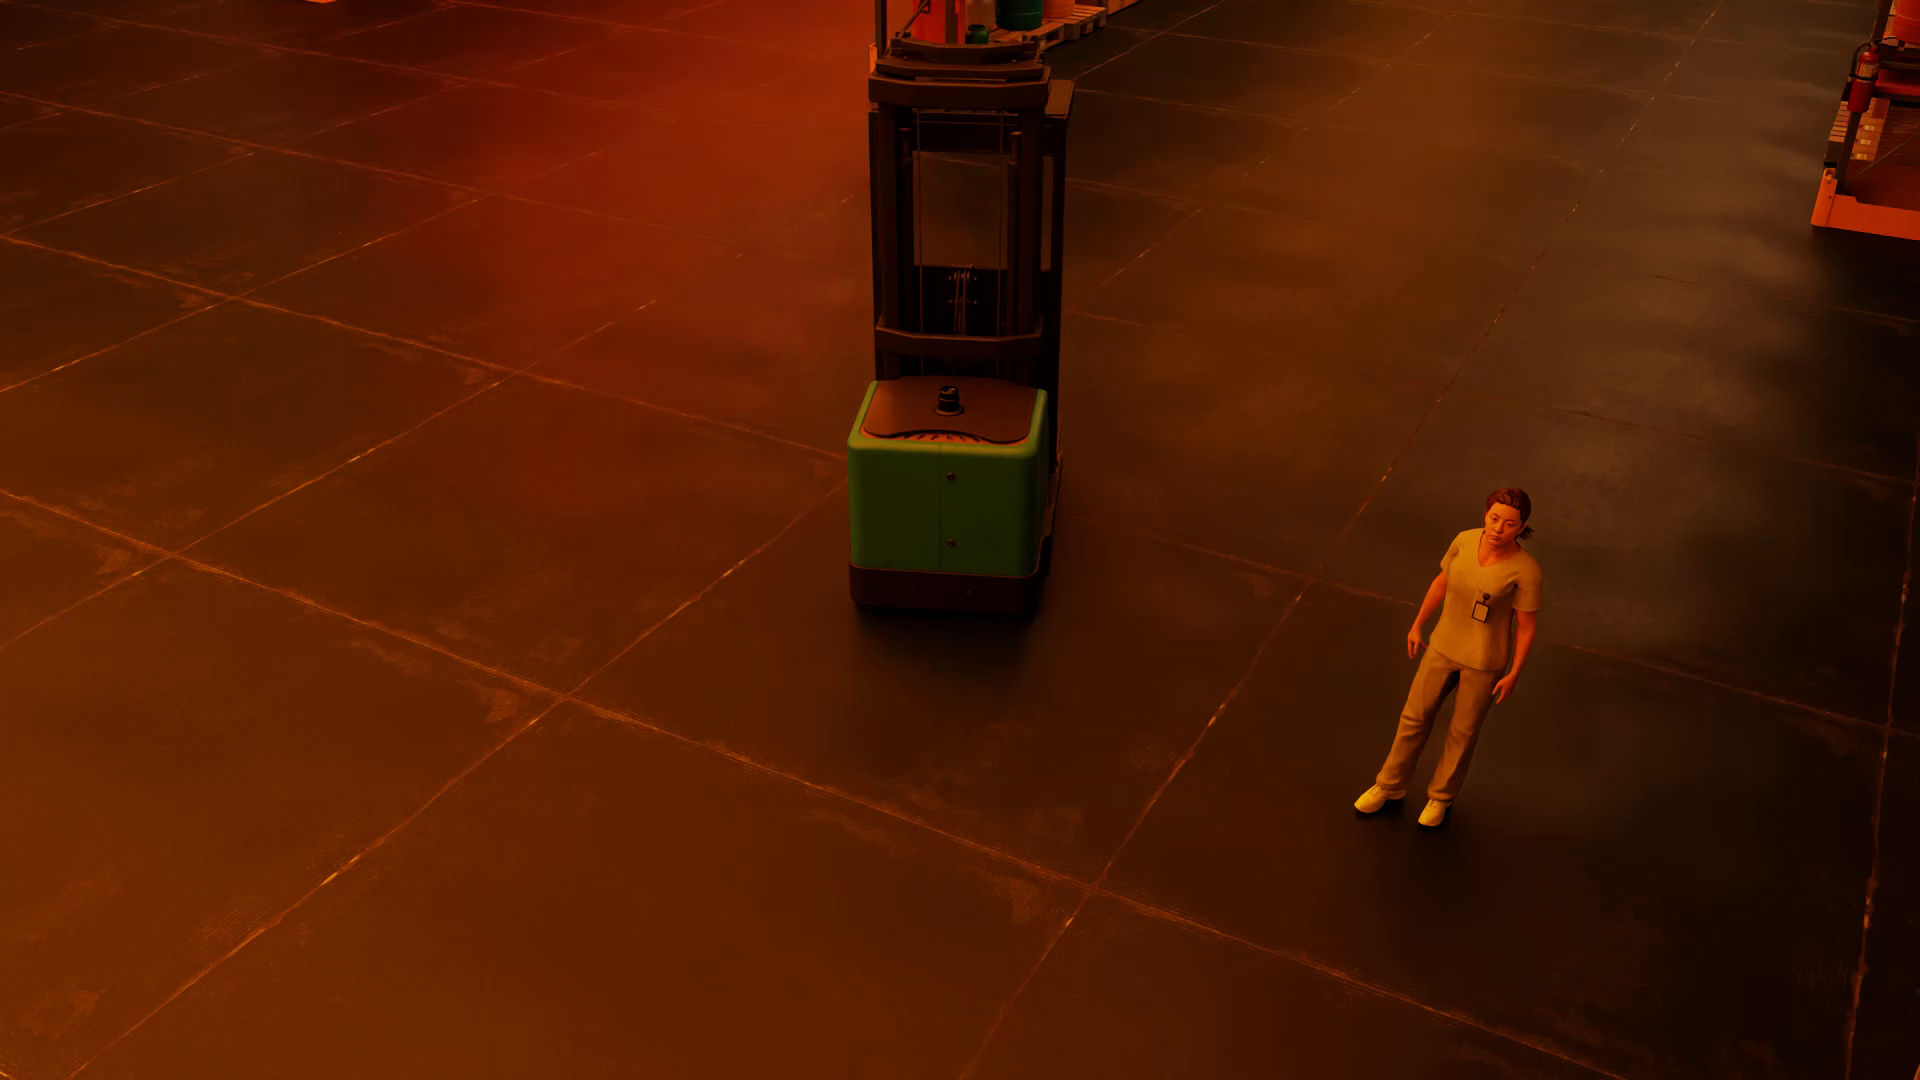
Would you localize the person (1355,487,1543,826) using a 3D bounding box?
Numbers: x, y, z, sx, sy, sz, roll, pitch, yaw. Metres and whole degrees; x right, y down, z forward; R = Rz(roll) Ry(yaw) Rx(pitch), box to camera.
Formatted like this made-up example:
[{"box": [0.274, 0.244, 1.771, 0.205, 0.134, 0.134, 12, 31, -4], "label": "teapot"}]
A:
[{"box": [2.212, 0.537, 7.380, 0.548, 1.673, 0.549, 25, 39, 37], "label": "person"}]

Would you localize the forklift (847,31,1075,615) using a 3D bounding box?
[{"box": [0.072, -1.572, 9.794, 1.130, 2.935, 3.031, 3, 30, 6], "label": "forklift"}]
